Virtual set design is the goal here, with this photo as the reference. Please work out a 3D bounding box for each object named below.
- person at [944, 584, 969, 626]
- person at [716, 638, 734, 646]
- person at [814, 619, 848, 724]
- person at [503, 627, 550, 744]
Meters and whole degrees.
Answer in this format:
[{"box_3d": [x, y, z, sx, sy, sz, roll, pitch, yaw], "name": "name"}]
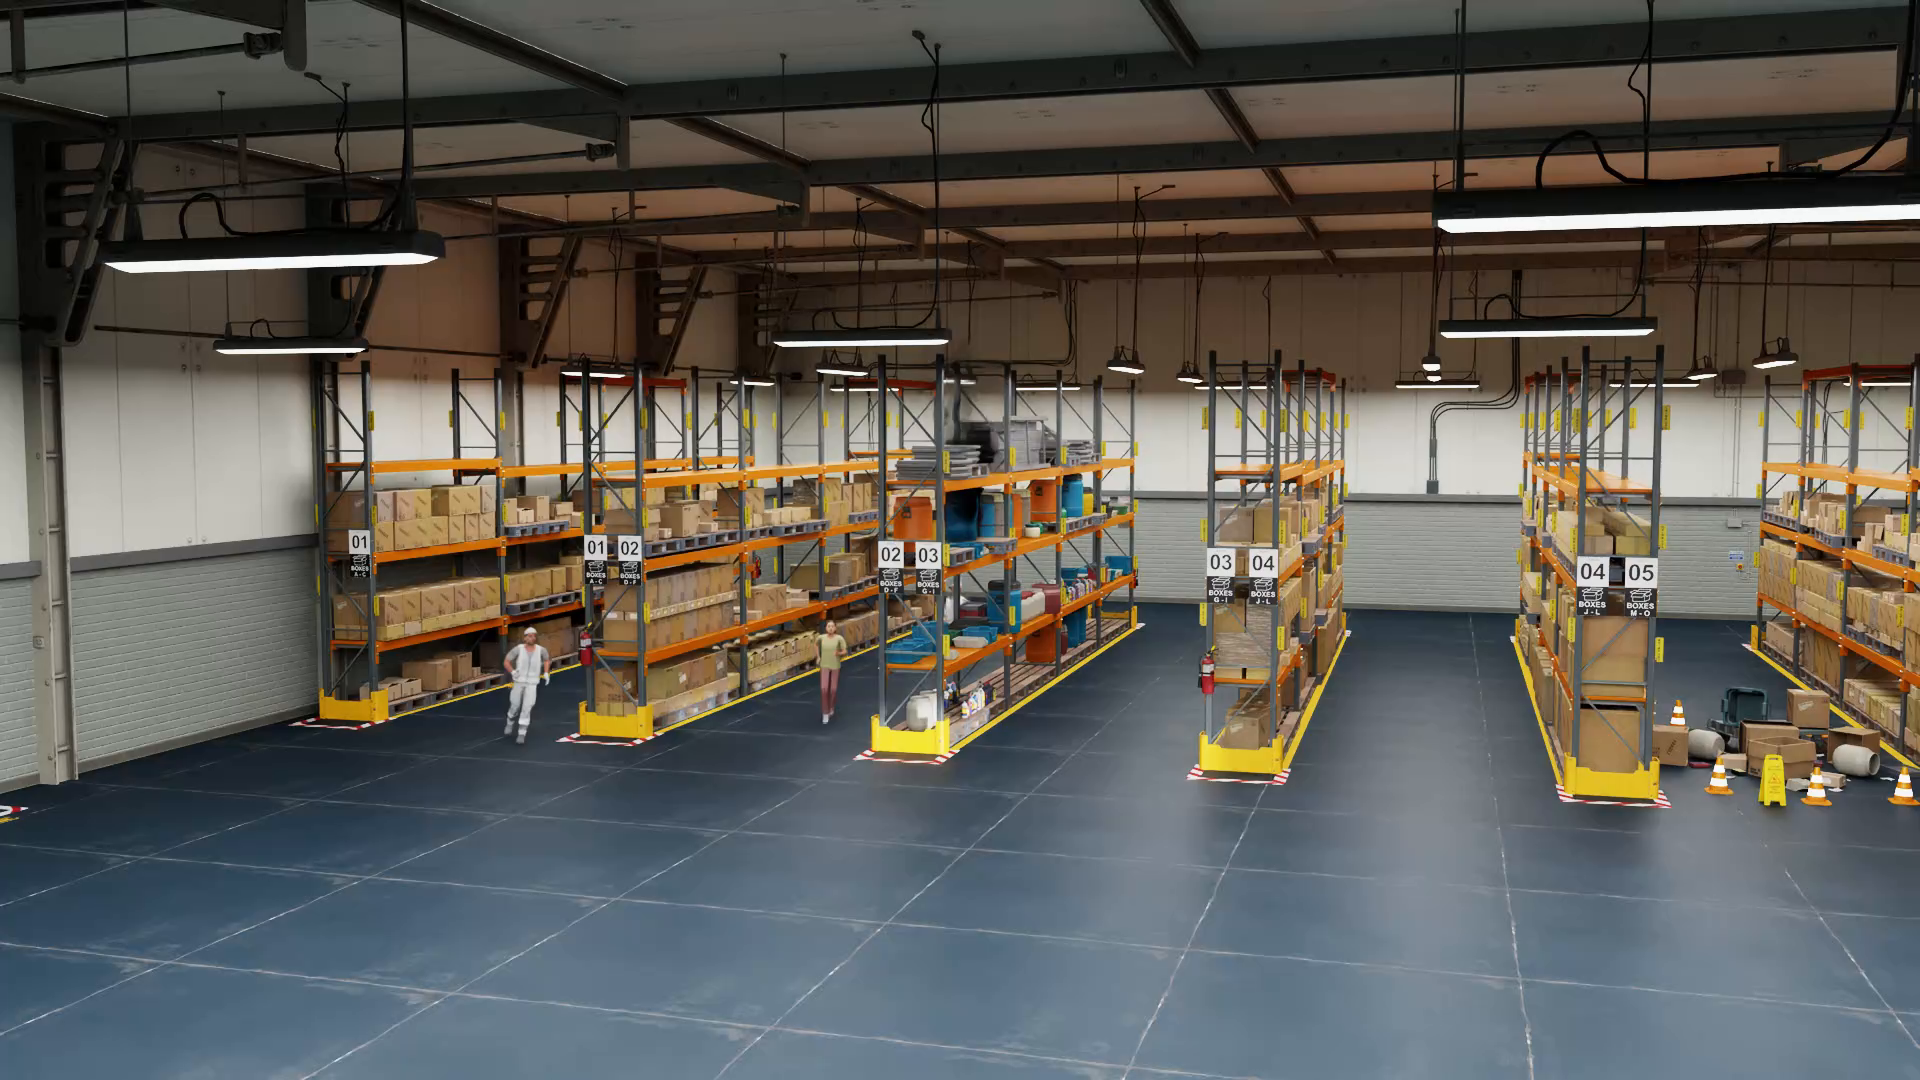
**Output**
[{"box_3d": [-0.041, 1.732, 33.762, 0.663, 1.753, 0.659, 2, 4, 23], "name": "person"}, {"box_3d": [-4.887, 1.727, 34.576, 0.510, 1.642, 0.733, 1, 4, 12], "name": "person"}, {"box_3d": [-2.166, 2.180, 27.862, 0.562, 1.729, 0.762, 0, 4, -6], "name": "person"}, {"box_3d": [-6.773, 2.246, 26.037, 0.717, 1.753, 0.975, -1, 4, -18], "name": "person"}]
